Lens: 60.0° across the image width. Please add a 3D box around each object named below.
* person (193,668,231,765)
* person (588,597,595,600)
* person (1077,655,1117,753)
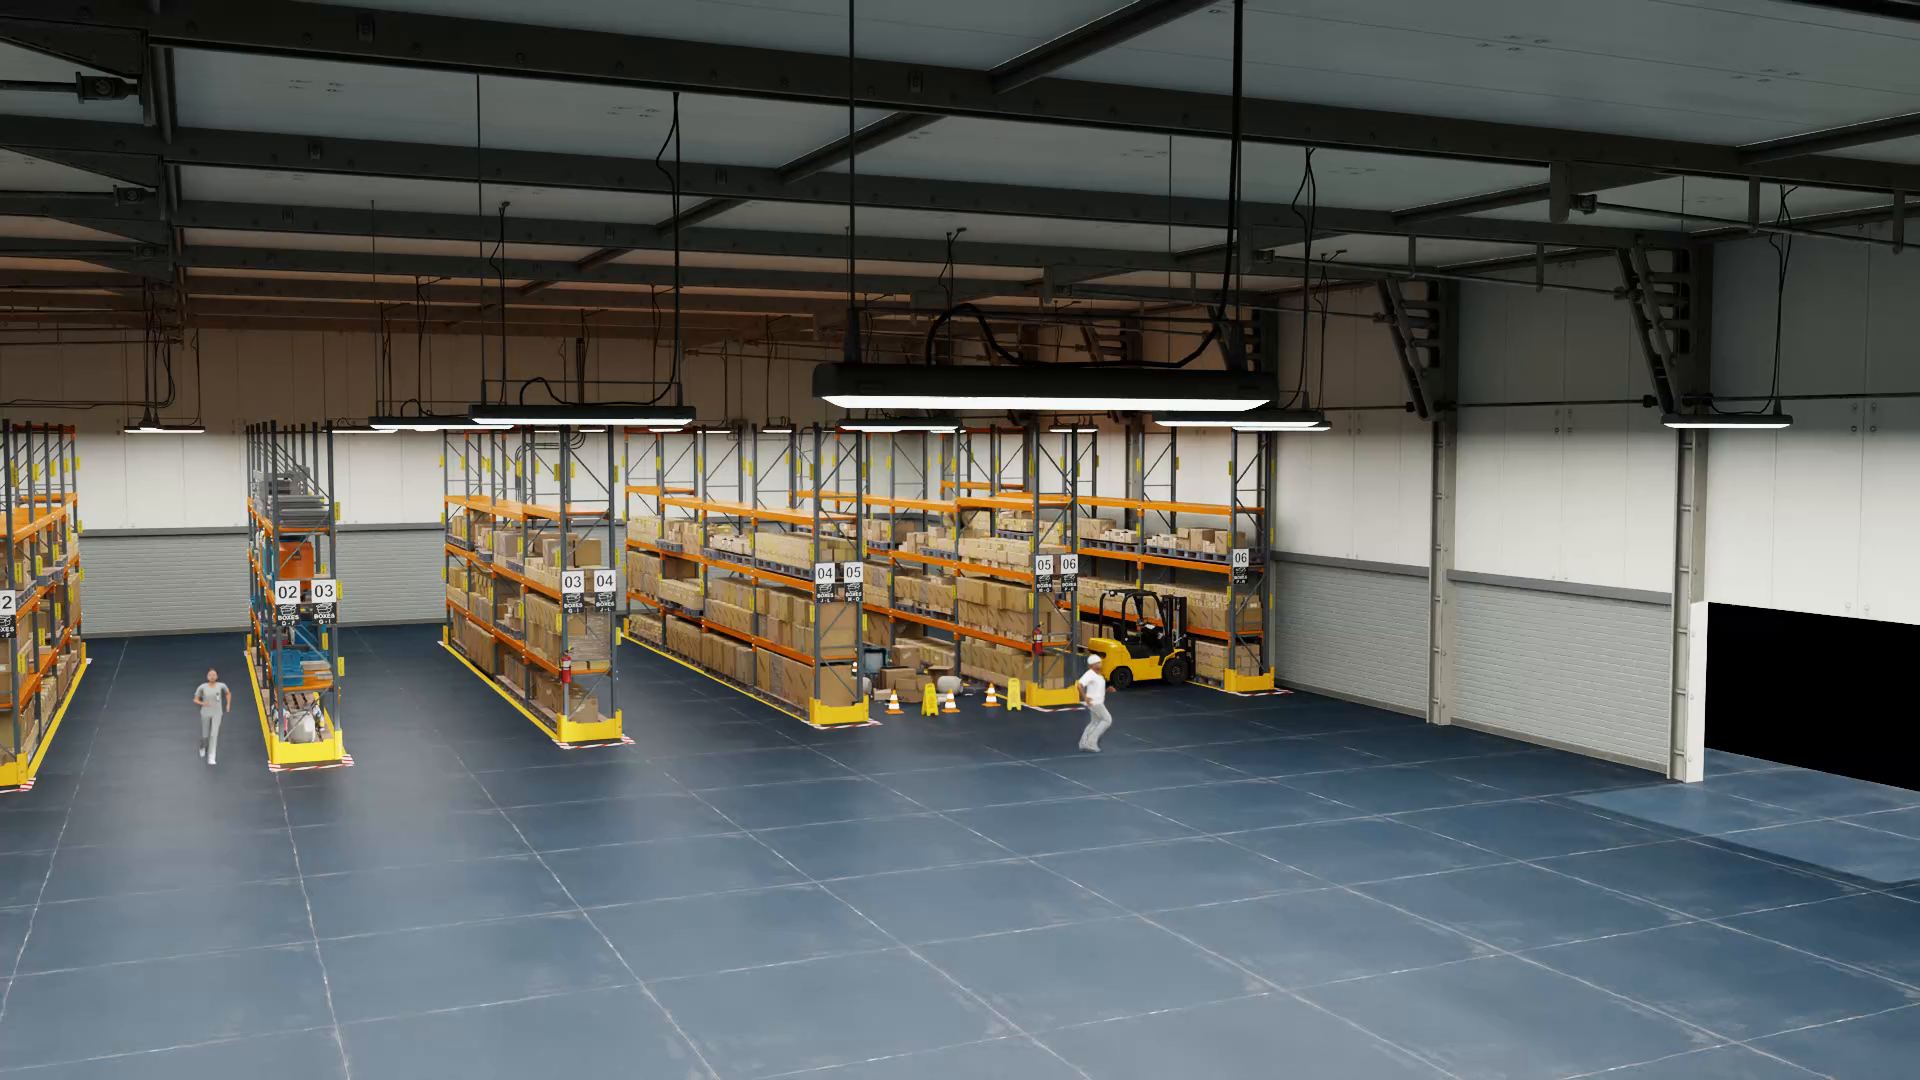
[{"bbox_3d":[-13.078,3.060,29.112,0.607,1.629,0.991,-2,4,-26],"label":"person"},{"bbox_3d":[-10.754,1.913,47.583,0.765,1.681,0.721,0,4,-4],"label":"person"},{"bbox_3d":[2.481,2.961,30.076,0.688,1.759,0.675,1,4,13],"label":"person"}]
